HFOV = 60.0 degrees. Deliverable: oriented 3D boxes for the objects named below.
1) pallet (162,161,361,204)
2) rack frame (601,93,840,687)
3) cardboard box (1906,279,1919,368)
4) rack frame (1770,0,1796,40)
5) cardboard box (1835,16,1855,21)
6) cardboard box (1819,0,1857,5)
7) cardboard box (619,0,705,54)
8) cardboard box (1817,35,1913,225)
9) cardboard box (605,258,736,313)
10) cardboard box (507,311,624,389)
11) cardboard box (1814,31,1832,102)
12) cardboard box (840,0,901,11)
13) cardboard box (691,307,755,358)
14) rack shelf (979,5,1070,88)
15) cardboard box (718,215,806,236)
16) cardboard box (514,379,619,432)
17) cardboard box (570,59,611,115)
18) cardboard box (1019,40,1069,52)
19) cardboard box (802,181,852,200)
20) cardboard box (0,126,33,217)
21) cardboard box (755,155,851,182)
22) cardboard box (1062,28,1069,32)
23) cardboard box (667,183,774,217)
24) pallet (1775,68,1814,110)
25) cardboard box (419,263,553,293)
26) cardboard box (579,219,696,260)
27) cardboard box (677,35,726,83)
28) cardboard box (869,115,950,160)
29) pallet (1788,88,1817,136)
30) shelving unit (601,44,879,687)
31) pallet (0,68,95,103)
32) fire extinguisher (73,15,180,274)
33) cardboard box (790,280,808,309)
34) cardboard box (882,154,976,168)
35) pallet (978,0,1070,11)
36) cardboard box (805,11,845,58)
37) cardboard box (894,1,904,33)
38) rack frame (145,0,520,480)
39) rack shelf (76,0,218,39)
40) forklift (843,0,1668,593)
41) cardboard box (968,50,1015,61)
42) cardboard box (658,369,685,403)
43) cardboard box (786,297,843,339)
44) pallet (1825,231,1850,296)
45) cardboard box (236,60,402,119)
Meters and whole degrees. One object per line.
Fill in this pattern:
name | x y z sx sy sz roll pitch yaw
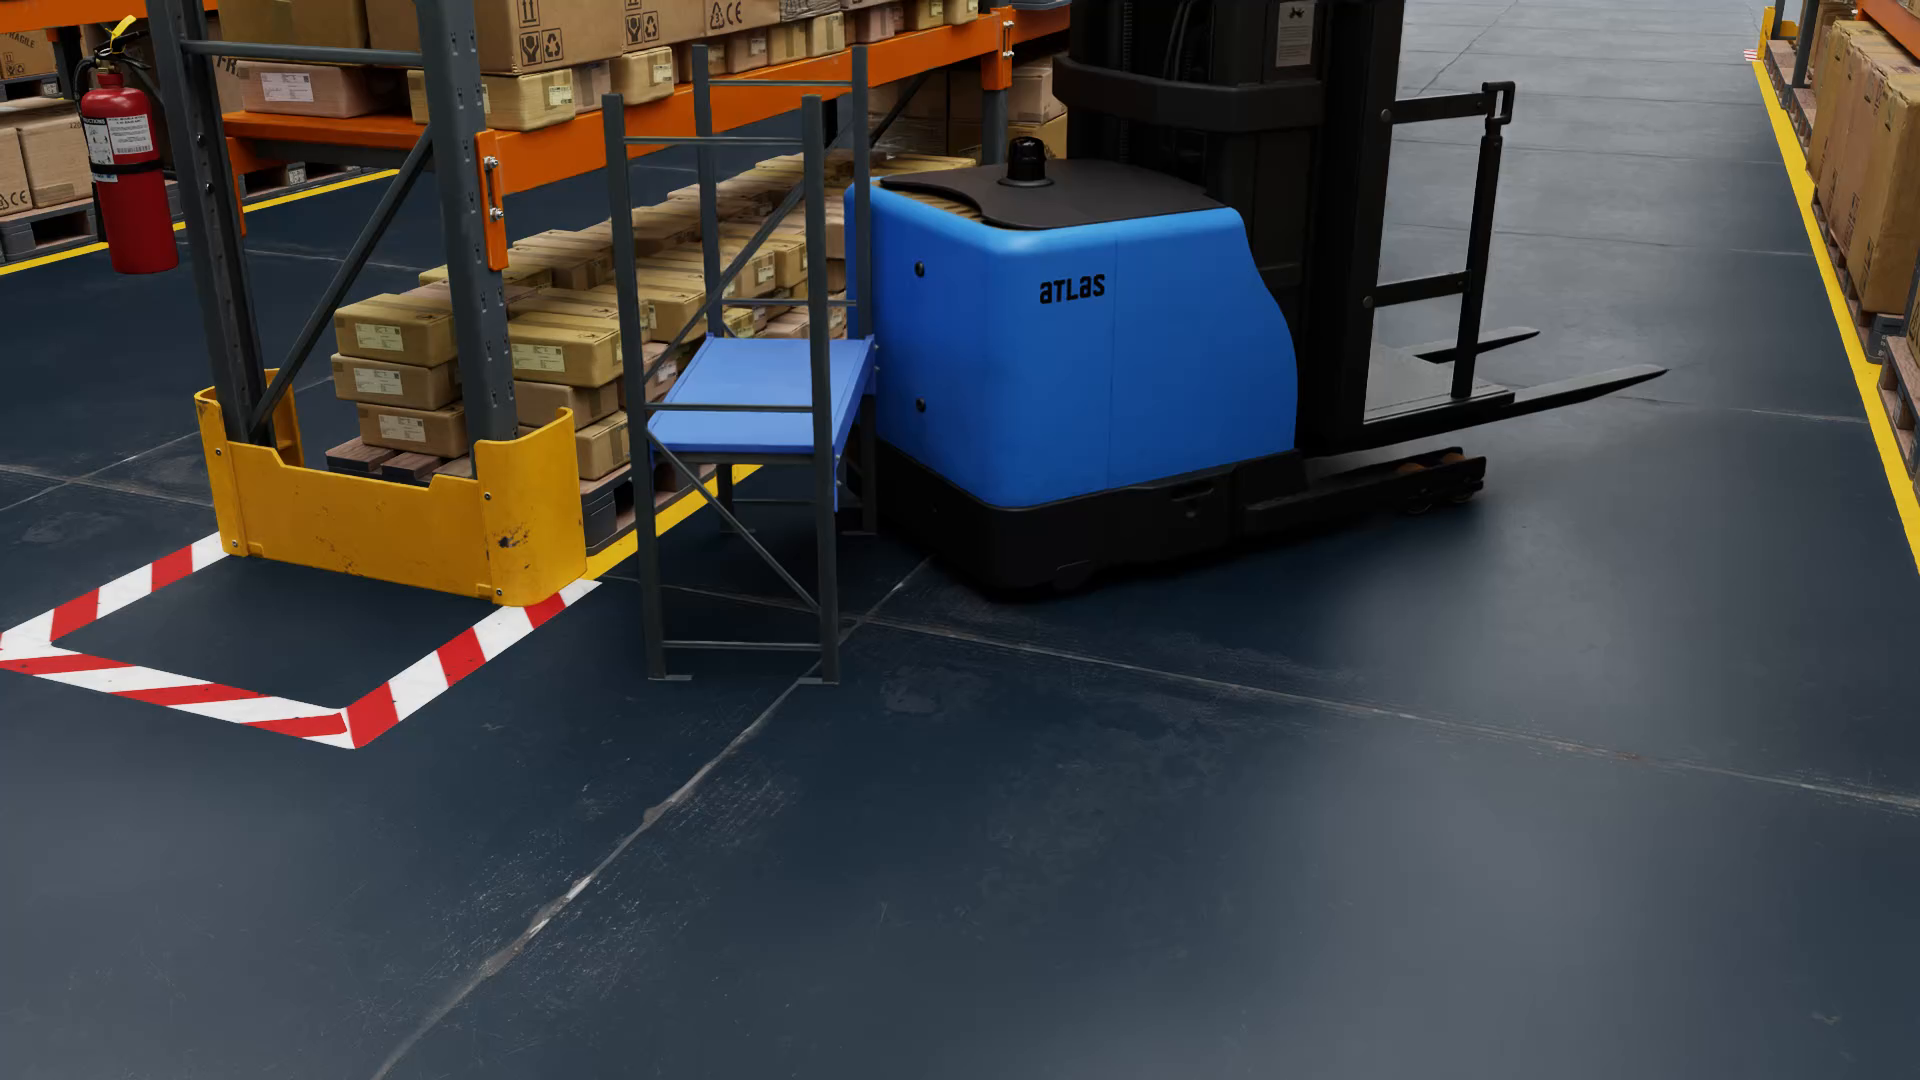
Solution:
pallet | -4.673 -2.404 10.733 1.003 0.211 1.213 9 24 20
rack frame | -0.566 -0.321 4.071 0.500 1.500 0.032 1 23 3
cardboard box | 3.992 -0.974 5.902 0.875 0.875 0.875 9 24 20
rack frame | 8.769 -6.280 16.392 1.000 3.000 0.127 9 24 20
cardboard box | 7.468 -4.026 13.695 0.500 0.500 0.500 8 24 18
cardboard box | 8.081 -4.659 15.210 0.500 0.500 0.500 11 25 25
cardboard box | -1.144 -1.800 5.152 0.500 0.500 0.500 9 24 20
cardboard box | 5.183 -2.068 8.522 1.225 0.875 0.875 9 24 20
cardboard box | -1.014 -0.880 5.848 0.380 0.149 0.250 8 24 17
cardboard box | -1.232 -0.592 5.158 0.380 0.149 0.250 8 24 18
cardboard box | 6.840 -3.513 12.441 0.700 0.500 0.500 9 24 20
cardboard box | -0.554 -2.338 6.440 0.500 0.500 0.500 9 24 20
cardboard box | -0.950 -0.733 5.881 0.380 0.149 0.250 10 25 22
rack shelf | 0.486 -3.115 9.750 1.077 0.370 4.000 9 24 20
cardboard box | -0.757 -1.169 6.540 0.380 0.149 0.250 9 24 20
cardboard box | -1.309 -0.467 5.243 0.380 0.149 0.250 10 25 22
cardboard box | -1.261 -1.350 4.917 0.380 0.149 0.250 10 25 22
cardboard box | 0.652 -2.718 9.589 0.500 0.250 0.500 10 25 22
cardboard box | -0.460 -1.451 7.214 0.380 0.149 0.250 10 25 22
cardboard box | -5.555 -1.886 8.653 0.875 0.438 0.875 8 24 18
cardboard box | -0.734 -1.701 7.812 0.380 0.149 0.250 10 25 23
cardboard box | 0.560 -3.156 10.639 0.500 0.250 0.500 8 24 19
cardboard box | -1.028 -1.427 7.157 0.380 0.149 0.250 9 24 21
pallet | 7.499 -3.807 14.090 1.003 0.211 1.213 9 24 20
cardboard box | -1.656 -0.871 5.827 0.380 0.149 0.250 8 24 19
cardboard box | -1.252 -1.138 6.464 0.380 0.149 0.250 8 24 18
cardboard box | -1.019 -1.645 5.622 0.380 0.149 0.250 9 24 20
cardboard box | -0.215 -2.073 9.019 0.500 0.500 0.500 8 24 19
pallet | 6.995 -3.283 12.835 1.003 0.211 1.213 9 24 20
shelving unit | -0.540 -0.516 4.540 0.538 1.500 1.048 1 23 3
pallet | -8.326 -3.996 14.544 1.003 0.211 1.213 9 24 20
fire extinguisher | -2.264 -1.068 4.500 0.296 0.674 0.183 9 24 20
cardboard box | -0.768 -1.040 6.616 0.380 0.149 0.250 10 25 23
cardboard box | -0.147 -1.720 7.858 0.380 0.149 0.250 9 24 22
pallet | 0.163 -2.896 8.540 1.003 0.211 1.213 9 24 20
cardboard box | -0.659 -1.910 6.258 0.380 0.149 0.250 9 24 21
cardboard box | -0.454 -2.203 6.958 0.380 0.149 0.250 8 24 19
rack frame | -1.742 -1.300 4.471 1.000 3.000 0.127 9 24 20
rack shelf | -4.147 -3.788 11.360 1.077 0.370 4.000 9 24 20
forklift | 1.160 -1.600 5.279 3.031 2.935 1.130 -13 26 -28
cardboard box | -0.011 -2.603 9.315 0.500 0.250 0.500 10 25 23
cardboard box | -1.143 -0.516 5.746 0.380 0.149 0.250 9 24 21
cardboard box | -0.688 -0.876 6.609 0.380 0.149 0.250 9 24 20
pallet | 4.979 -1.424 8.385 1.003 0.211 1.213 9 24 20
cardboard box | -1.884 -1.342 4.896 0.380 0.149 0.250 9 24 20
